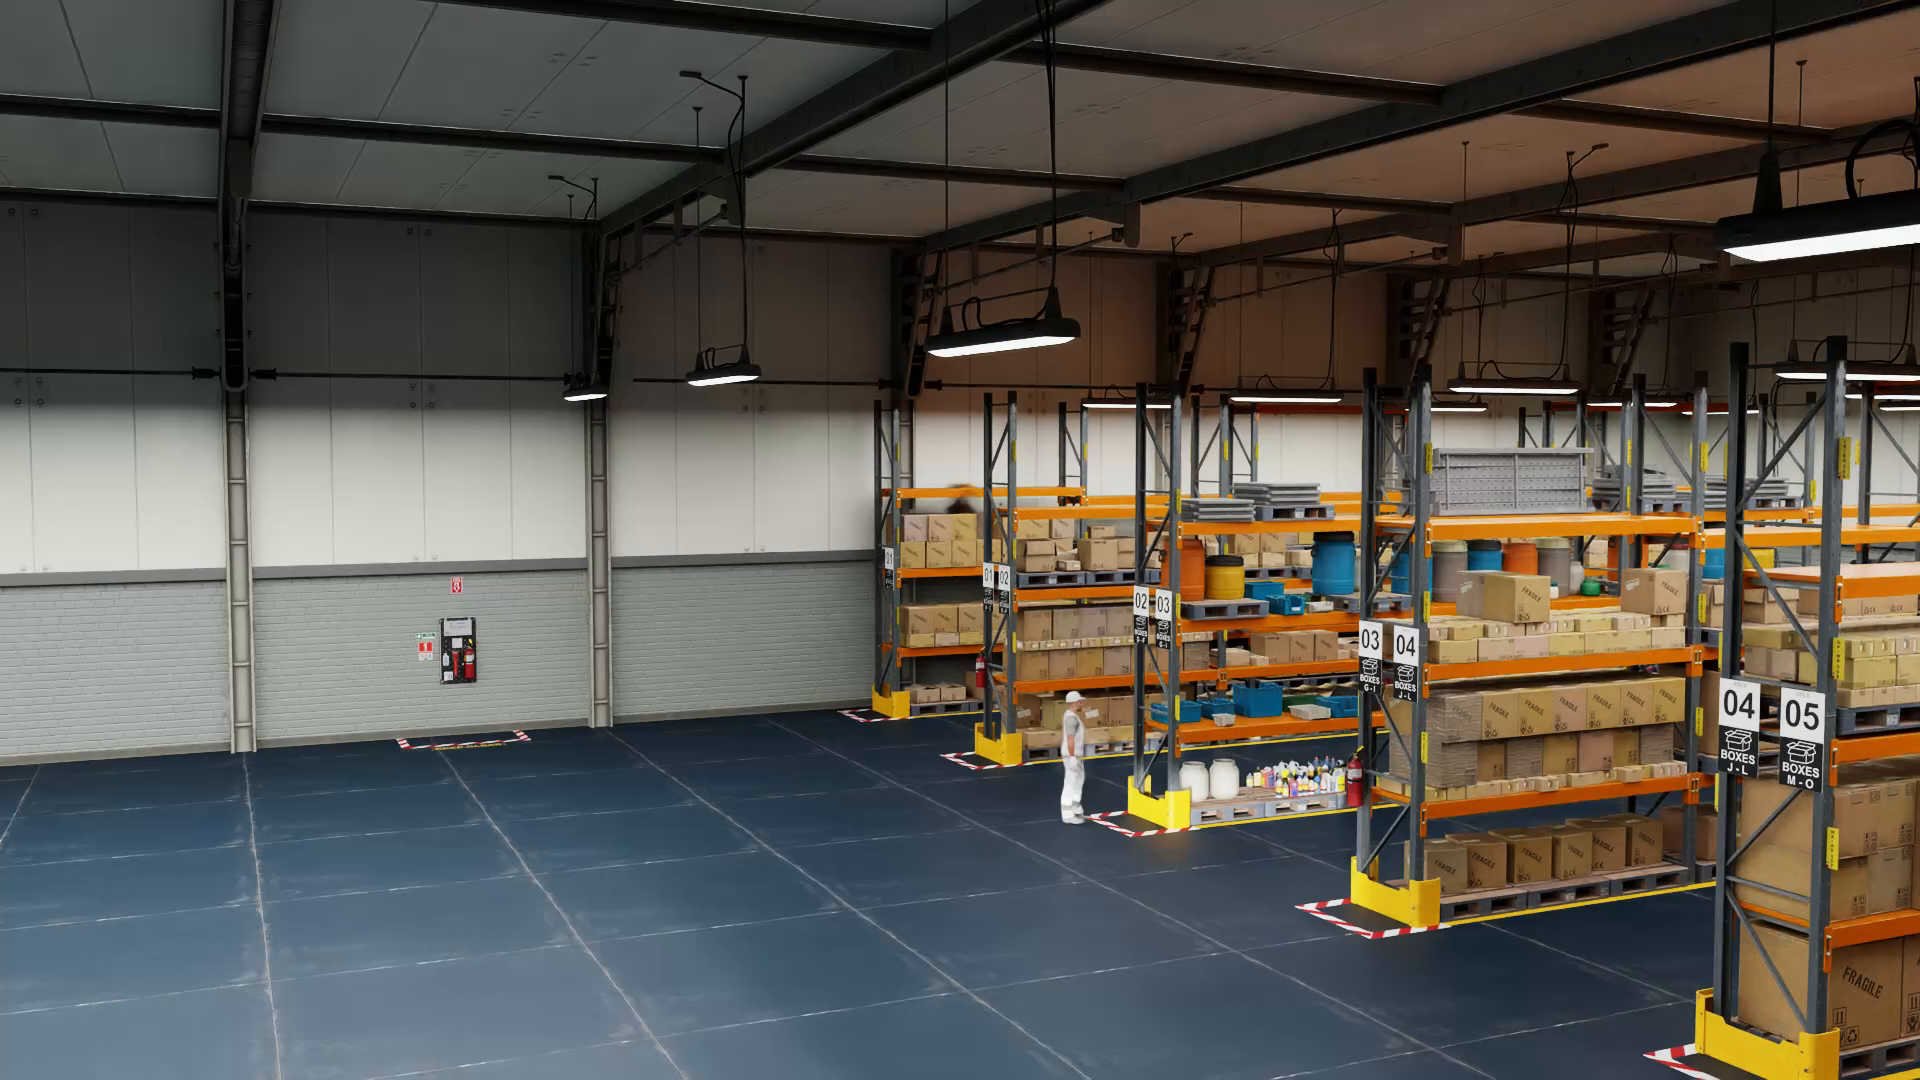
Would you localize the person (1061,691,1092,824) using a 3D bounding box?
[{"bbox_3d":[1.583,2.973,22.637,0.410,1.837,0.616,0,3,7],"label":"person"}]
